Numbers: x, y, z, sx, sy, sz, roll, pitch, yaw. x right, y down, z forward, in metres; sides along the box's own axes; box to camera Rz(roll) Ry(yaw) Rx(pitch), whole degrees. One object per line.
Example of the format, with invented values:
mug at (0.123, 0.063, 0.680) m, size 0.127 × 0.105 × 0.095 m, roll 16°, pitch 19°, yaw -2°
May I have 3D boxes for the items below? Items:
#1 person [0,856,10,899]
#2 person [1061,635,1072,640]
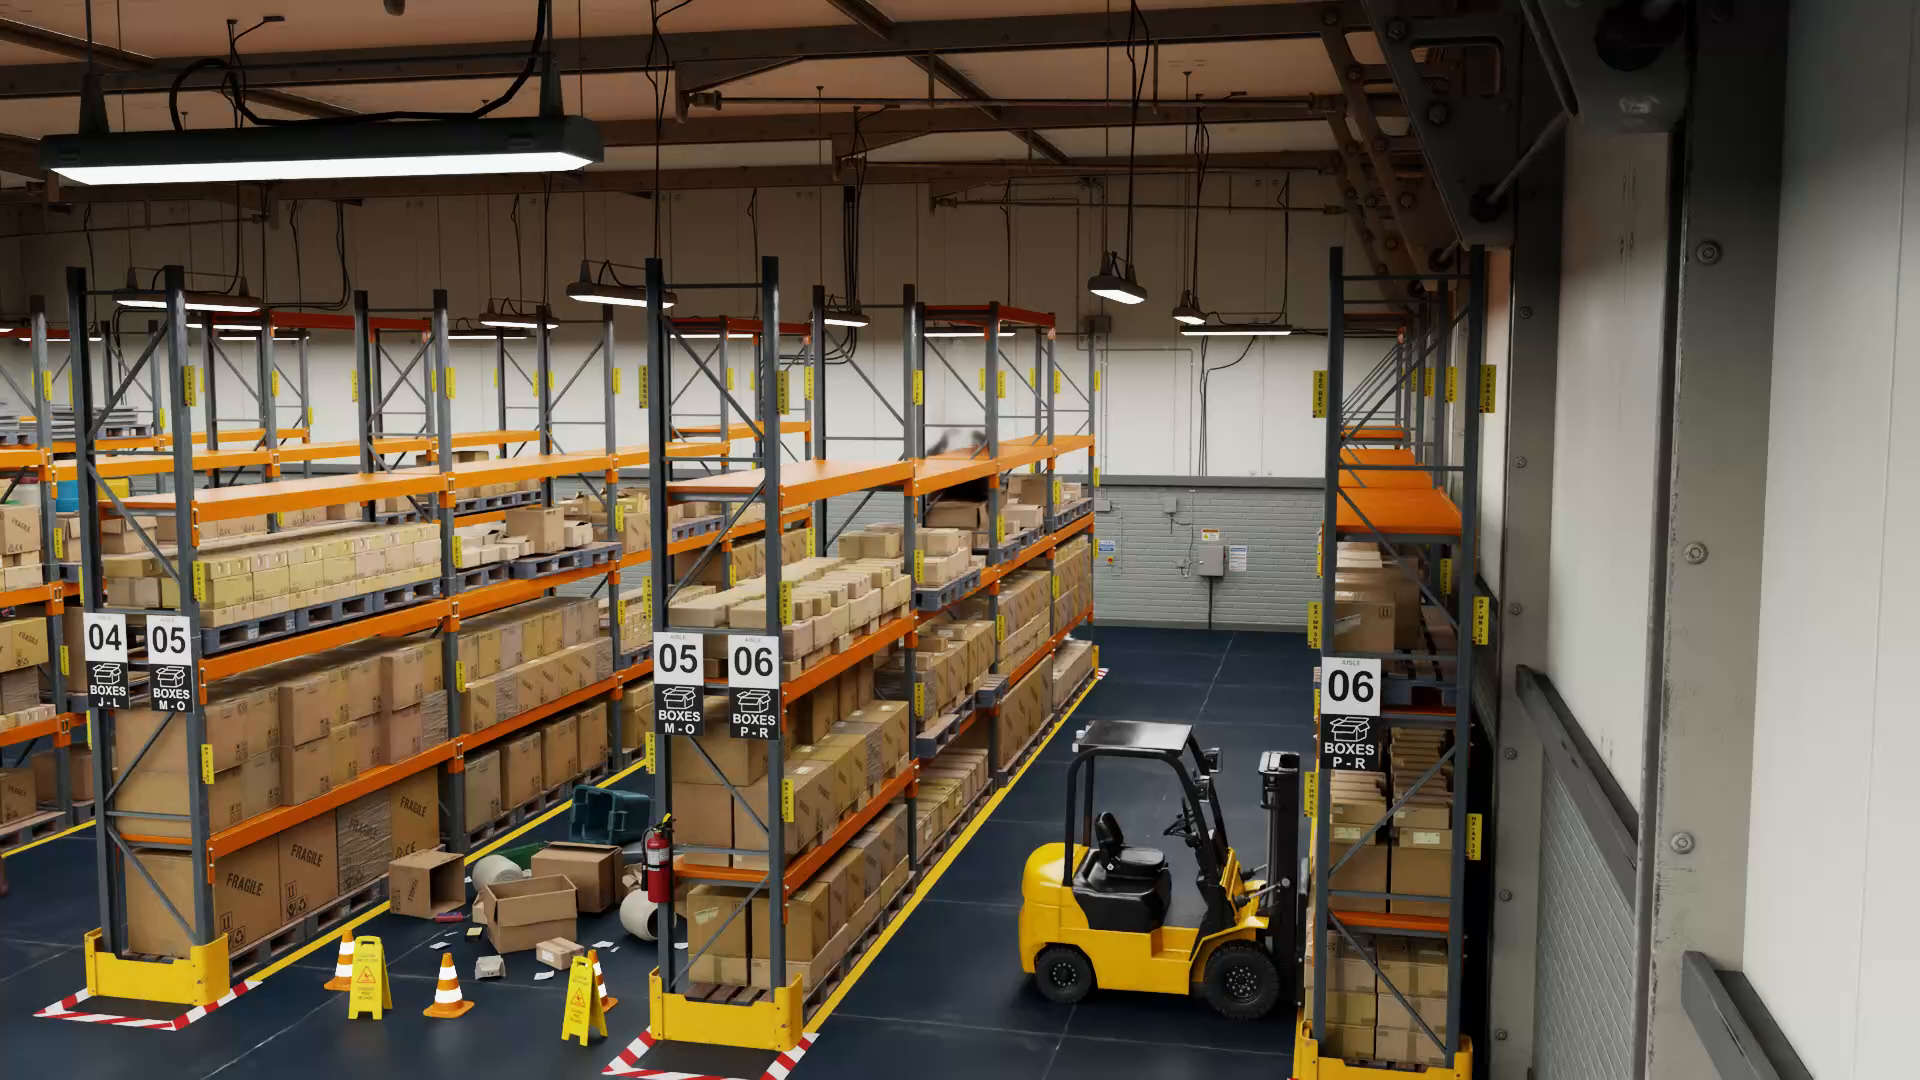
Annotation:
person at (-7.680, 3.008, 12.816) m, size 0.709 × 1.820 × 0.862 m, roll -2°, pitch 6°, yaw -16°
person at (1.675, 1.296, 29.621) m, size 0.928 × 1.783 × 0.673 m, roll 3°, pitch 7°, yaw 30°
